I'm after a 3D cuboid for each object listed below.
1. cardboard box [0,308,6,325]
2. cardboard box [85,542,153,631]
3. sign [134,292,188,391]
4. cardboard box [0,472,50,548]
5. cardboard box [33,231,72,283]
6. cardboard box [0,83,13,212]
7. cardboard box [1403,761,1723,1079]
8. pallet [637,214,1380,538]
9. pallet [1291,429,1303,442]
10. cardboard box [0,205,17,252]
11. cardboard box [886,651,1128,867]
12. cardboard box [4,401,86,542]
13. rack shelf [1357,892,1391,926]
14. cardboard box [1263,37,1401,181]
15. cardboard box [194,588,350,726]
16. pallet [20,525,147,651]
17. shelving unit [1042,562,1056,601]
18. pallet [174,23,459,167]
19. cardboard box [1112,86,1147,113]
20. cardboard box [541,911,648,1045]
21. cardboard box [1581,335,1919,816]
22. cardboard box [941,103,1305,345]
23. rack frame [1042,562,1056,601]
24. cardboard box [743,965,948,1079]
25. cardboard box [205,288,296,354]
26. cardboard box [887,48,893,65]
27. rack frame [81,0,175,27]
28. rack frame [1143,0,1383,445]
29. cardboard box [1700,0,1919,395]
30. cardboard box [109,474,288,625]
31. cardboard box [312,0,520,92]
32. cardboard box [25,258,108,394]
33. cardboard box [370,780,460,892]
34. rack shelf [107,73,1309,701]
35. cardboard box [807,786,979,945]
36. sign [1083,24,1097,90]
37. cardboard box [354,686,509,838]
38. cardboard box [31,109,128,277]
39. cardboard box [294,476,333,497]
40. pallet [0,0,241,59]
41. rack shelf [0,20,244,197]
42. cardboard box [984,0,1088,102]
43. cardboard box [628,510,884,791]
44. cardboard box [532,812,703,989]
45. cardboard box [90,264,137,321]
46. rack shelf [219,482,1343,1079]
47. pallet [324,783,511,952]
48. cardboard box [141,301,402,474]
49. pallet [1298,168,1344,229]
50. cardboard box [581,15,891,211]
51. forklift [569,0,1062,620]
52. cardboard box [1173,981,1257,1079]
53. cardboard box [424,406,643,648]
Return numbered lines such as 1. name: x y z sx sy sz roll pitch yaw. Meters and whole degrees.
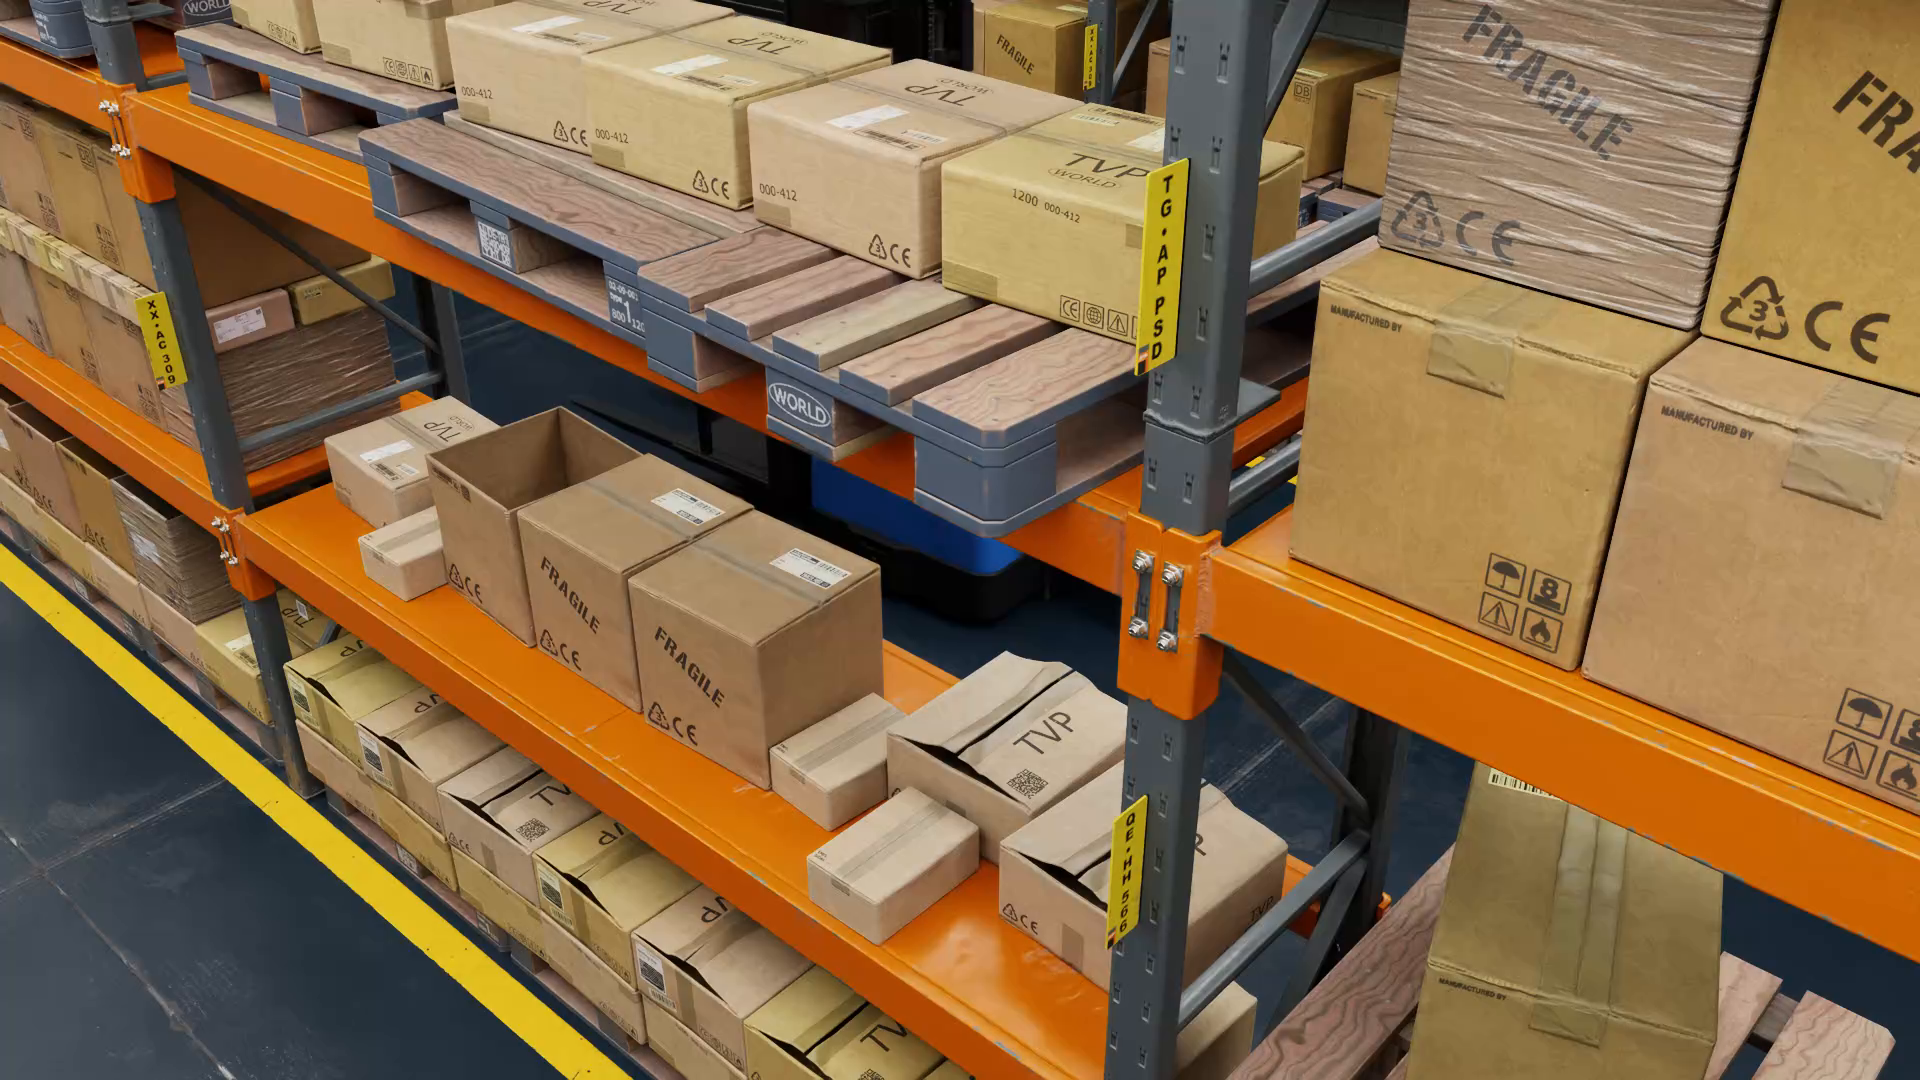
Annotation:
1. cardboard box: -4.151 -1.373 7.526 0.500 0.500 0.700 25 39 35
2. cardboard box: -3.515 0.111 7.417 0.500 0.250 0.500 25 39 35
3. sign: -2.651 -0.658 5.519 0.005 0.325 0.100 25 39 35
4. cardboard box: -4.253 -0.237 7.994 0.500 0.250 0.500 25 39 35
5. cardboard box: -3.378 -1.152 6.530 0.250 0.149 0.380 25 39 35
6. cardboard box: -3.729 -1.737 6.873 0.500 0.500 0.700 25 39 35
7. cardboard box: 1.229 0.870 3.392 0.500 0.500 0.700 12 33 19
8. pallet: 0.123 -0.487 3.425 1.003 0.211 1.213 27 40 37
9. pallet: 2.529 -0.476 8.836 1.213 0.211 1.003 25 39 35
10. cardboard box: -3.764 -1.330 6.825 0.250 0.149 0.380 27 40 37
11. cardboard box: 0.153 0.573 4.477 0.500 0.311 0.500 25 39 35
12. cardboard box: -3.887 -0.383 7.510 0.500 0.500 0.500 25 39 35
13. rack shelf: 2.169 1.918 2.853 4.000 0.370 1.077 25 39 35
14. cardboard box: 1.806 -2.208 8.486 0.700 0.500 0.500 -25 39 -35
15. cardboard box: -2.770 0.455 6.845 0.500 0.250 0.500 25 39 35
16. pallet: -3.750 0.015 8.021 1.213 0.211 1.003 25 39 35
17. shelving unit: 0.707 -0.618 7.241 0.503 2.100 0.431 22 37 32
18. pallet: -1.617 -1.369 4.893 1.217 0.209 0.805 23 38 33
19. cardboard box: 0.837 -2.551 9.705 0.500 0.250 0.500 26 39 36
20. cardboard box: -1.006 1.298 5.444 0.500 0.250 0.500 26 40 36
21. cardboard box: 1.410 -0.095 2.495 0.500 0.500 0.910 25 39 35
22. cardboard box: 0.312 -0.618 3.199 0.500 0.250 0.500 22 37 32
23. rack frame: 0.514 -0.696 7.370 0.015 2.100 0.400 22 37 32
24. cardboard box: -0.257 1.411 4.712 0.500 0.311 0.500 24 39 34
25. cardboard box: -2.625 -0.799 5.944 0.250 0.149 0.380 25 39 35
26. cardboard box: -0.256 -3.022 9.760 0.500 0.500 0.500 24 38 34
27. rack frame: -2.280 -3.037 4.569 0.127 3.000 1.000 25 39 35
28. rack frame: 0.686 -1.652 2.270 0.127 3.000 1.000 25 39 35
29. cardboard box: 1.383 -0.508 2.212 0.500 0.500 0.500 25 39 35
30. cardboard box: -3.133 -0.044 6.946 0.500 0.500 0.500 25 39 35
31. cardboard box: -1.420 -1.461 4.599 0.500 0.250 0.500 21 37 31
32. cardboard box: -3.378 -1.016 6.932 0.500 0.500 0.700 26 39 36
33. cardboard box: -1.769 0.943 6.033 0.500 0.250 0.500 26 40 36
34. rack shelf: -0.797 -0.751 4.379 4.000 0.370 1.077 25 39 35
35. cardboard box: -0.166 0.820 4.223 0.250 0.149 0.380 25 39 35
36. sign: 0.683 -2.523 8.693 0.005 0.325 0.100 25 39 35
37. cardboard box: -1.773 0.705 5.886 0.500 0.311 0.500 25 39 35
38. cardboard box: -2.988 -1.391 6.297 0.500 0.500 0.700 25 39 35
39. cardboard box: -2.413 -0.070 6.989 0.500 0.500 0.500 25 39 35
40. pallet: -2.929 -1.999 5.840 1.213 0.211 1.003 25 39 35
41. rack shelf: -3.763 -2.135 6.678 4.000 0.370 1.077 25 39 35
42. cardboard box: 0.484 -2.673 9.181 0.500 0.500 0.500 25 39 35
43. cardboard box: -0.569 0.301 4.745 0.500 0.500 0.500 23 38 33
44. cardboard box: -1.000 1.061 5.294 0.500 0.311 0.500 26 40 36
45. cardboard box: -3.003 -0.975 6.236 0.250 0.149 0.380 24 38 34
46. rack shelf: -0.797 0.534 5.152 4.000 0.370 1.077 25 39 35
47. pallet: -1.707 0.968 6.437 1.213 0.211 1.003 25 39 35
48. cardboard box: -2.613 -0.660 6.342 0.500 0.500 0.700 24 38 34
49. pallet: 1.511 -1.960 8.783 1.213 0.211 1.003 25 39 35
50. cardboard box: -0.505 -0.995 3.825 0.500 0.250 0.500 24 39 34
51. forklift: -0.746 -1.501 7.902 3.031 2.935 1.130 22 37 32
52. cardboard box: 0.495 1.382 4.761 0.500 0.311 0.500 27 40 37
53. cardboard box: -1.331 -0.055 5.336 0.500 0.500 0.500 -26 40 -36
